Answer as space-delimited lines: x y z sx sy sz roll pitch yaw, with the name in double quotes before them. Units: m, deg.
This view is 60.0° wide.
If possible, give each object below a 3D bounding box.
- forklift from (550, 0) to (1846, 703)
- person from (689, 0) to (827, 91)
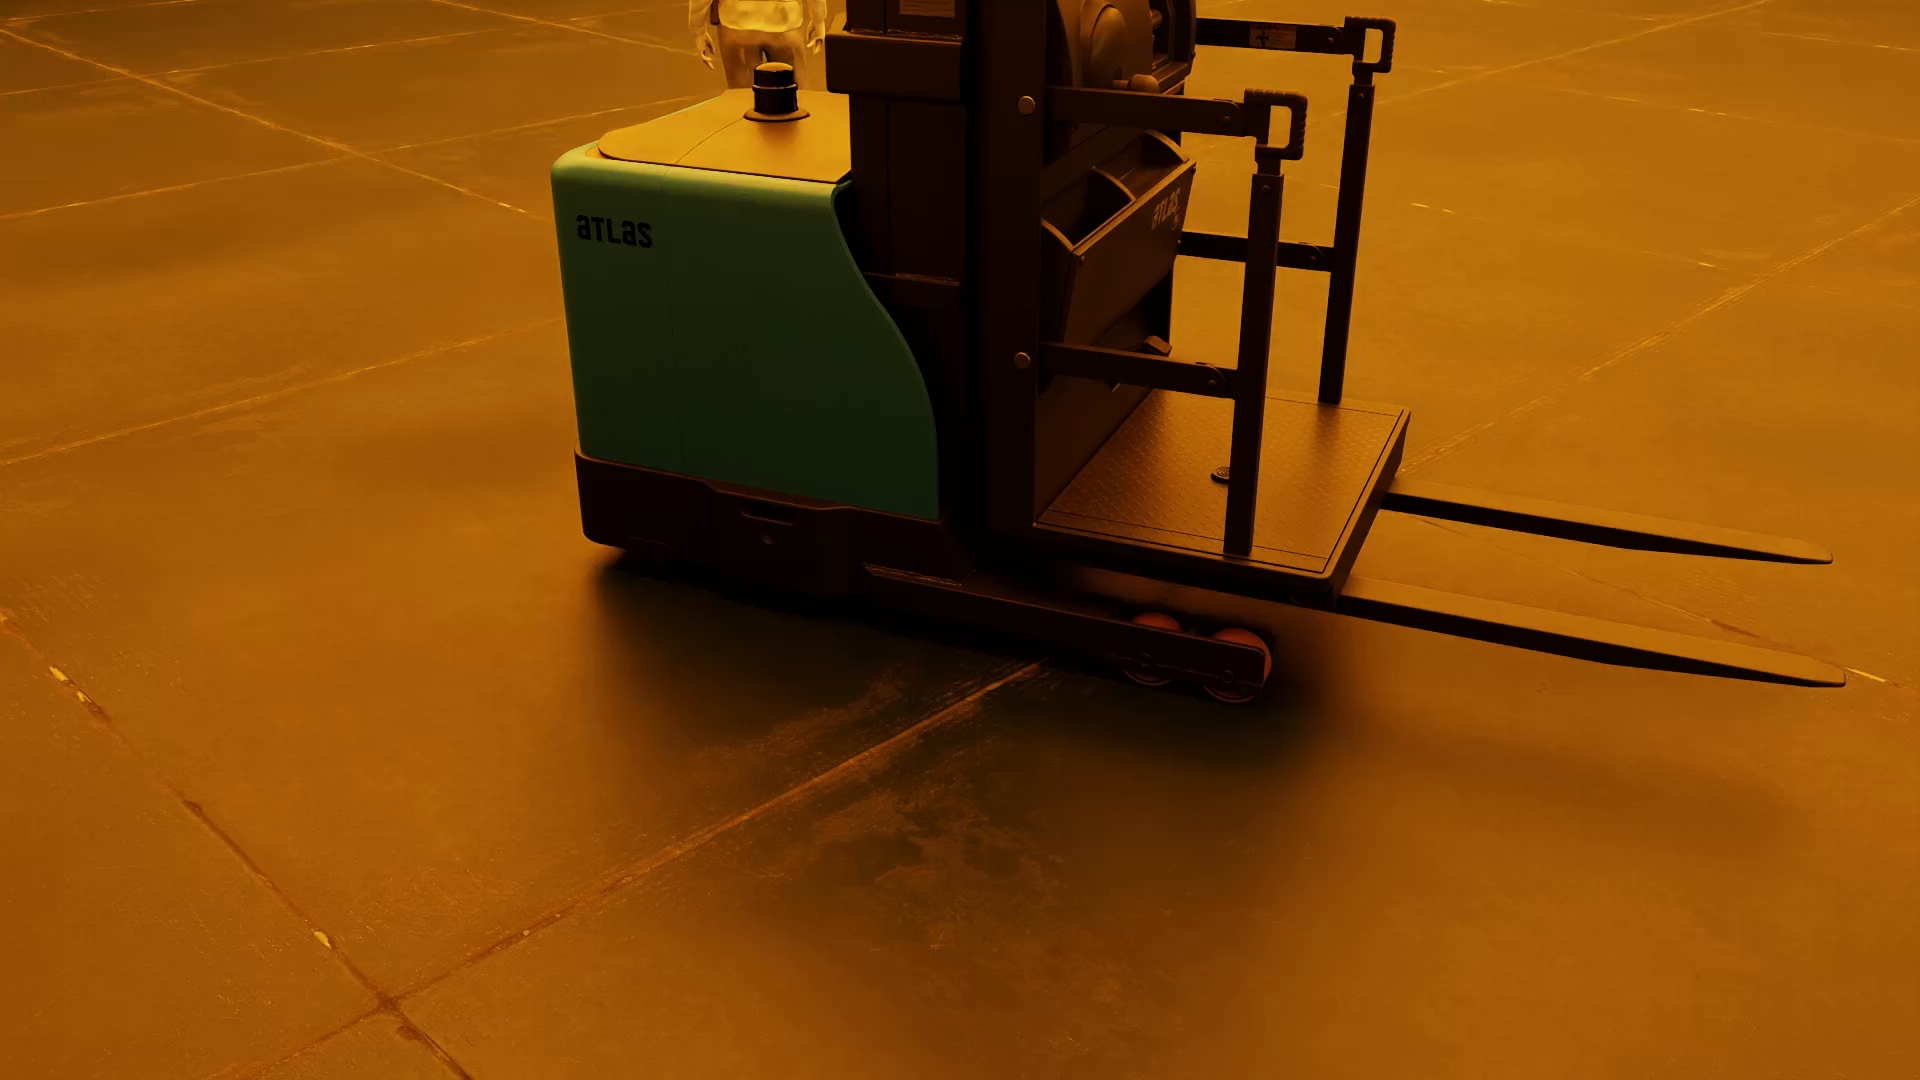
"forklift" 0.560 -1.212 3.684 3.031 2.935 1.130 11 28 20
"person" -0.845 -2.150 6.986 0.588 1.697 0.534 -6 27 -12
